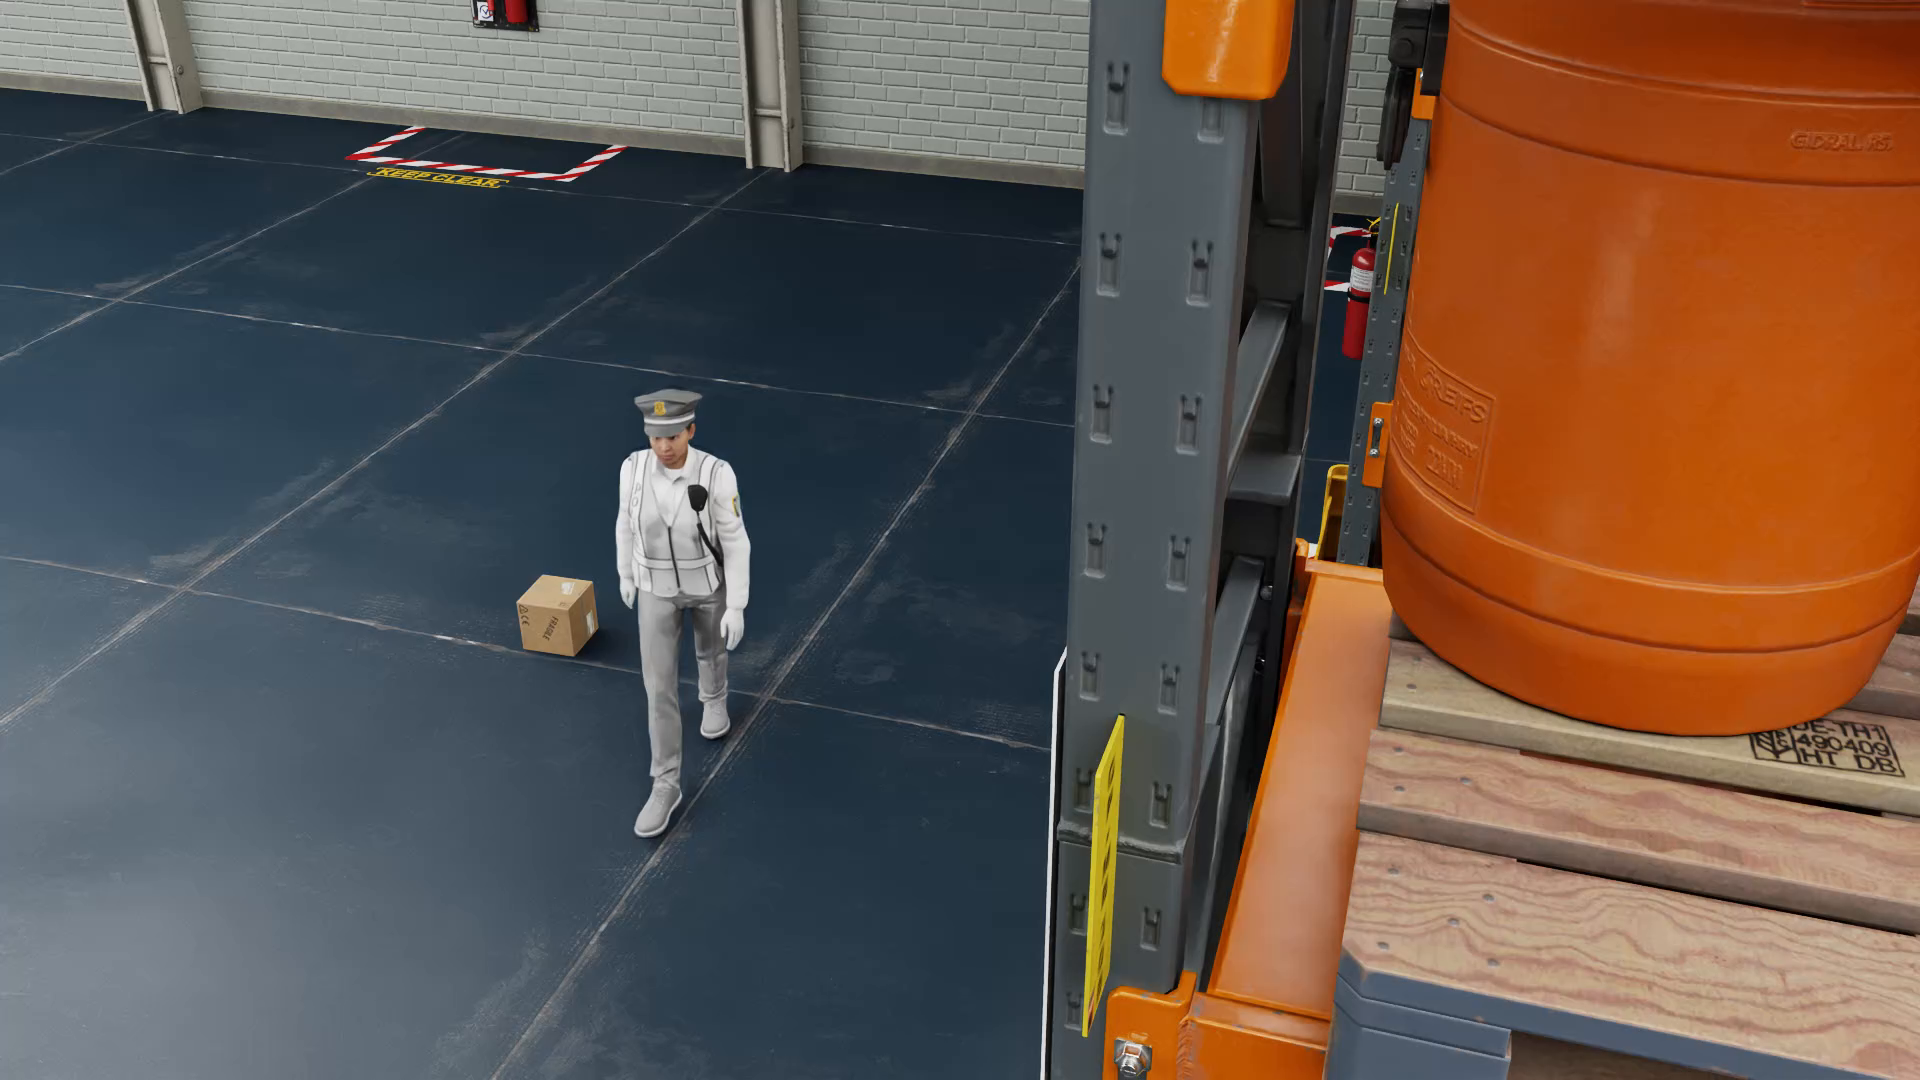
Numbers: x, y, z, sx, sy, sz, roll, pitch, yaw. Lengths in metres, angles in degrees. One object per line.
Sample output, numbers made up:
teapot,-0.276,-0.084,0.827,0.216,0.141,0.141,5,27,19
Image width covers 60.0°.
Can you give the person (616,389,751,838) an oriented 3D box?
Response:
person,-1.038,0.199,6.223,0.531,1.633,0.908,-1,29,-2
